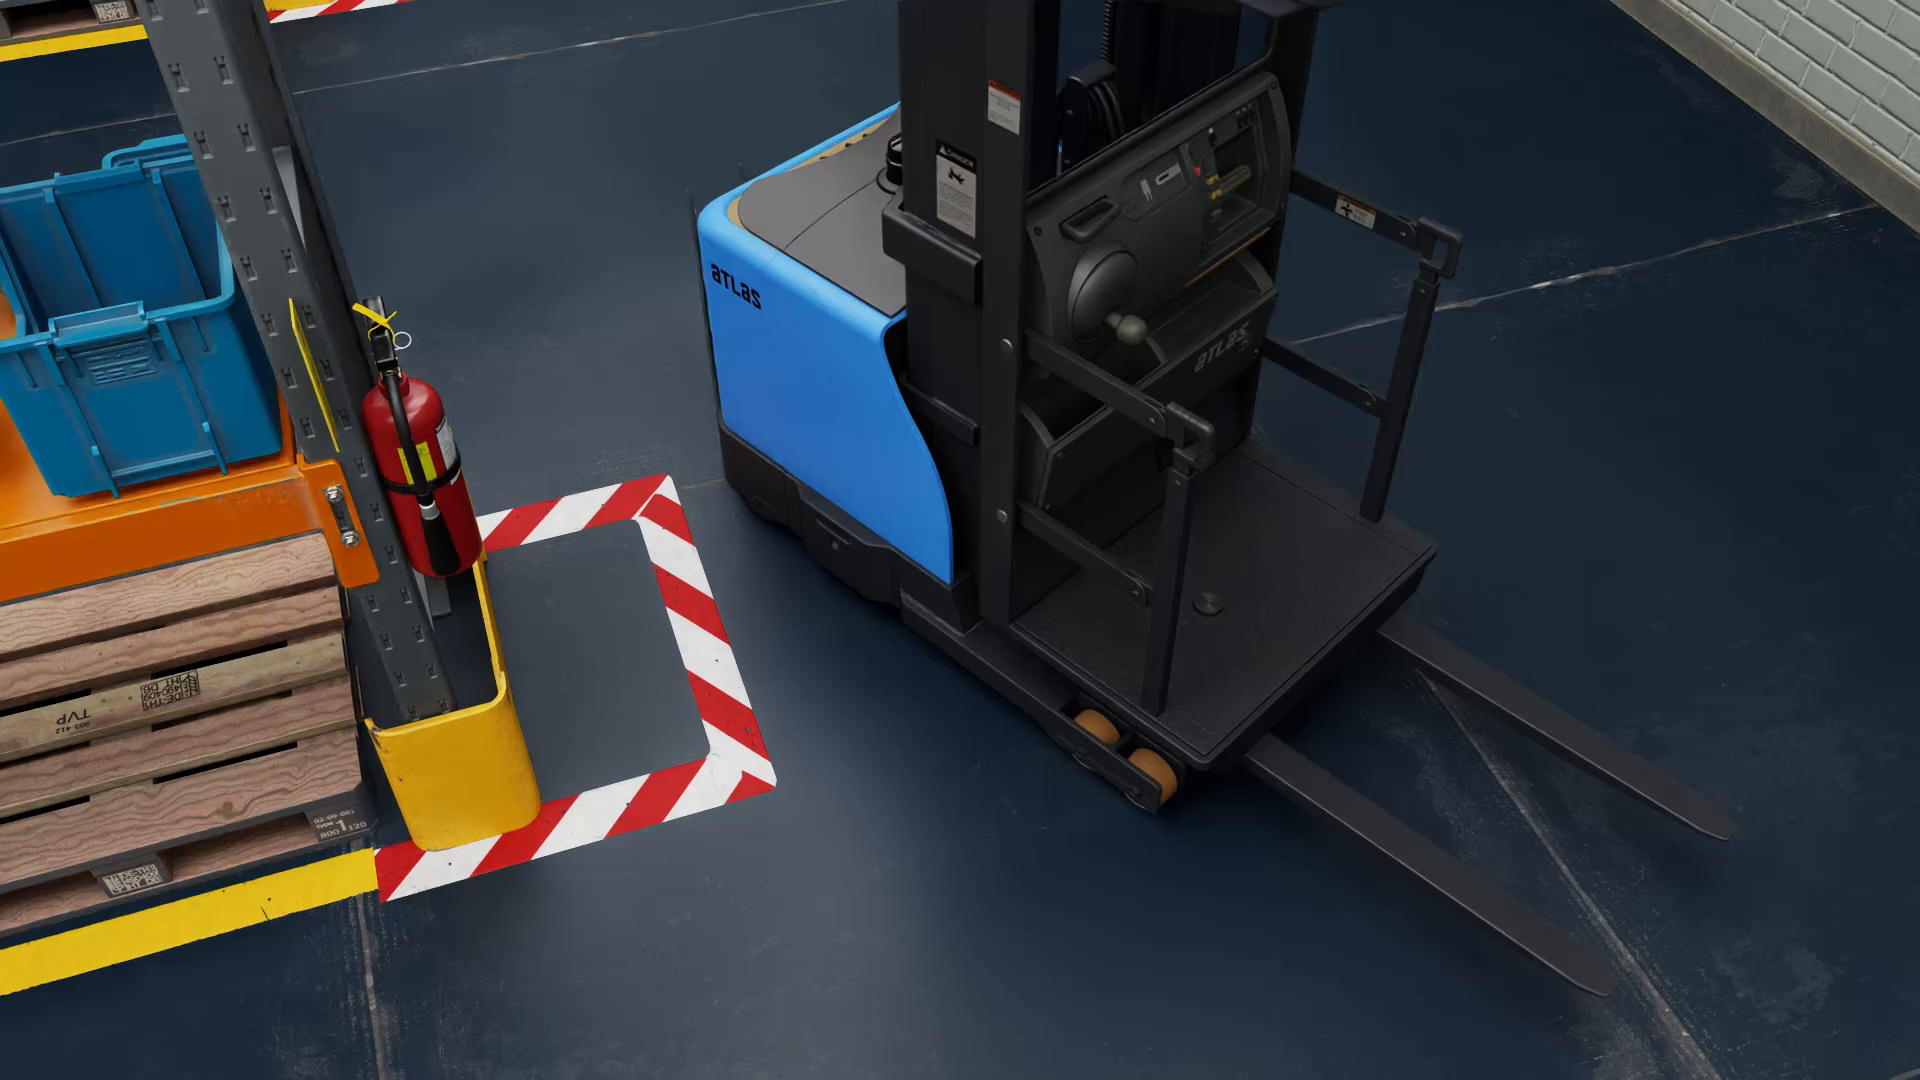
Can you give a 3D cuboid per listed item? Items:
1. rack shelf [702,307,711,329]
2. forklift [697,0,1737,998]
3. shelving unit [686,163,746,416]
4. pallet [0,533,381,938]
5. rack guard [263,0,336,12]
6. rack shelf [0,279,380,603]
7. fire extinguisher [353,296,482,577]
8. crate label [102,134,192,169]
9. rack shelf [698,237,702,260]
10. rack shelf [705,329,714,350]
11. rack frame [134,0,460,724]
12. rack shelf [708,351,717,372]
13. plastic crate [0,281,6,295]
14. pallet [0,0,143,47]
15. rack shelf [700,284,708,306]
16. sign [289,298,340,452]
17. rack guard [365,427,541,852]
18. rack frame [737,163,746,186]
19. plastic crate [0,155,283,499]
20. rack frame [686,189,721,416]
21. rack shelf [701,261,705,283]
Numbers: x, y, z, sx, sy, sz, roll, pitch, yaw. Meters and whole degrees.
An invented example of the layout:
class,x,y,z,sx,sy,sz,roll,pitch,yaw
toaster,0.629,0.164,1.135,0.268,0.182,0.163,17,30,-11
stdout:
class,x,y,z,sx,sy,sz,roll,pitch,yaw
rack shelf,-0.670,-0.712,5.371,0.258,0.077,0.200,34,54,29
forklift,0.651,-0.725,3.903,3.031,2.935,1.130,34,54,29
shelving unit,-0.670,-0.735,5.347,0.258,0.900,0.210,34,54,29
pallet,-2.288,0.524,4.578,1.213,0.211,1.003,-14,47,-14
rack guard,-3.249,-3.033,7.920,0.348,0.500,1.175,-14,47,-14
rack shelf,-3.380,0.103,3.538,4.000,0.370,1.077,-14,47,-14
fire extinguisher,-1.203,-0.207,3.656,0.183,0.674,0.296,-14,47,-14
crate label,-1.843,-0.754,3.960,0.303,0.233,0.416,-14,47,-14
rack shelf,-0.670,-0.903,5.180,0.258,0.077,0.200,34,54,29
rack shelf,-0.670,-0.648,5.434,0.258,0.077,0.200,34,54,29
rack frame,-1.499,-0.632,3.763,0.127,3.000,1.000,-14,47,-14
rack shelf,-0.670,-0.585,5.498,0.258,0.077,0.200,34,54,29
plastic crate,-2.173,-0.698,3.972,0.298,0.136,0.250,-14,47,-14
pallet,-3.998,-2.738,7.830,1.213,0.211,1.003,-14,47,-14
rack shelf,-0.670,-0.775,5.307,0.258,0.077,0.200,34,54,29
sign,-1.297,-0.327,3.343,0.005,0.325,0.100,-14,47,-14
rack guard,-1.481,0.236,4.662,0.348,0.500,1.175,-14,47,-14
rack frame,-0.599,-0.787,5.399,0.240,0.900,0.006,34,54,29
plastic crate,-1.751,-0.461,3.524,0.499,0.435,0.616,-14,47,-14
rack frame,-0.741,-0.684,5.295,0.240,0.900,0.006,34,54,29
rack shelf,-0.670,-0.839,5.243,0.258,0.077,0.200,34,54,29
